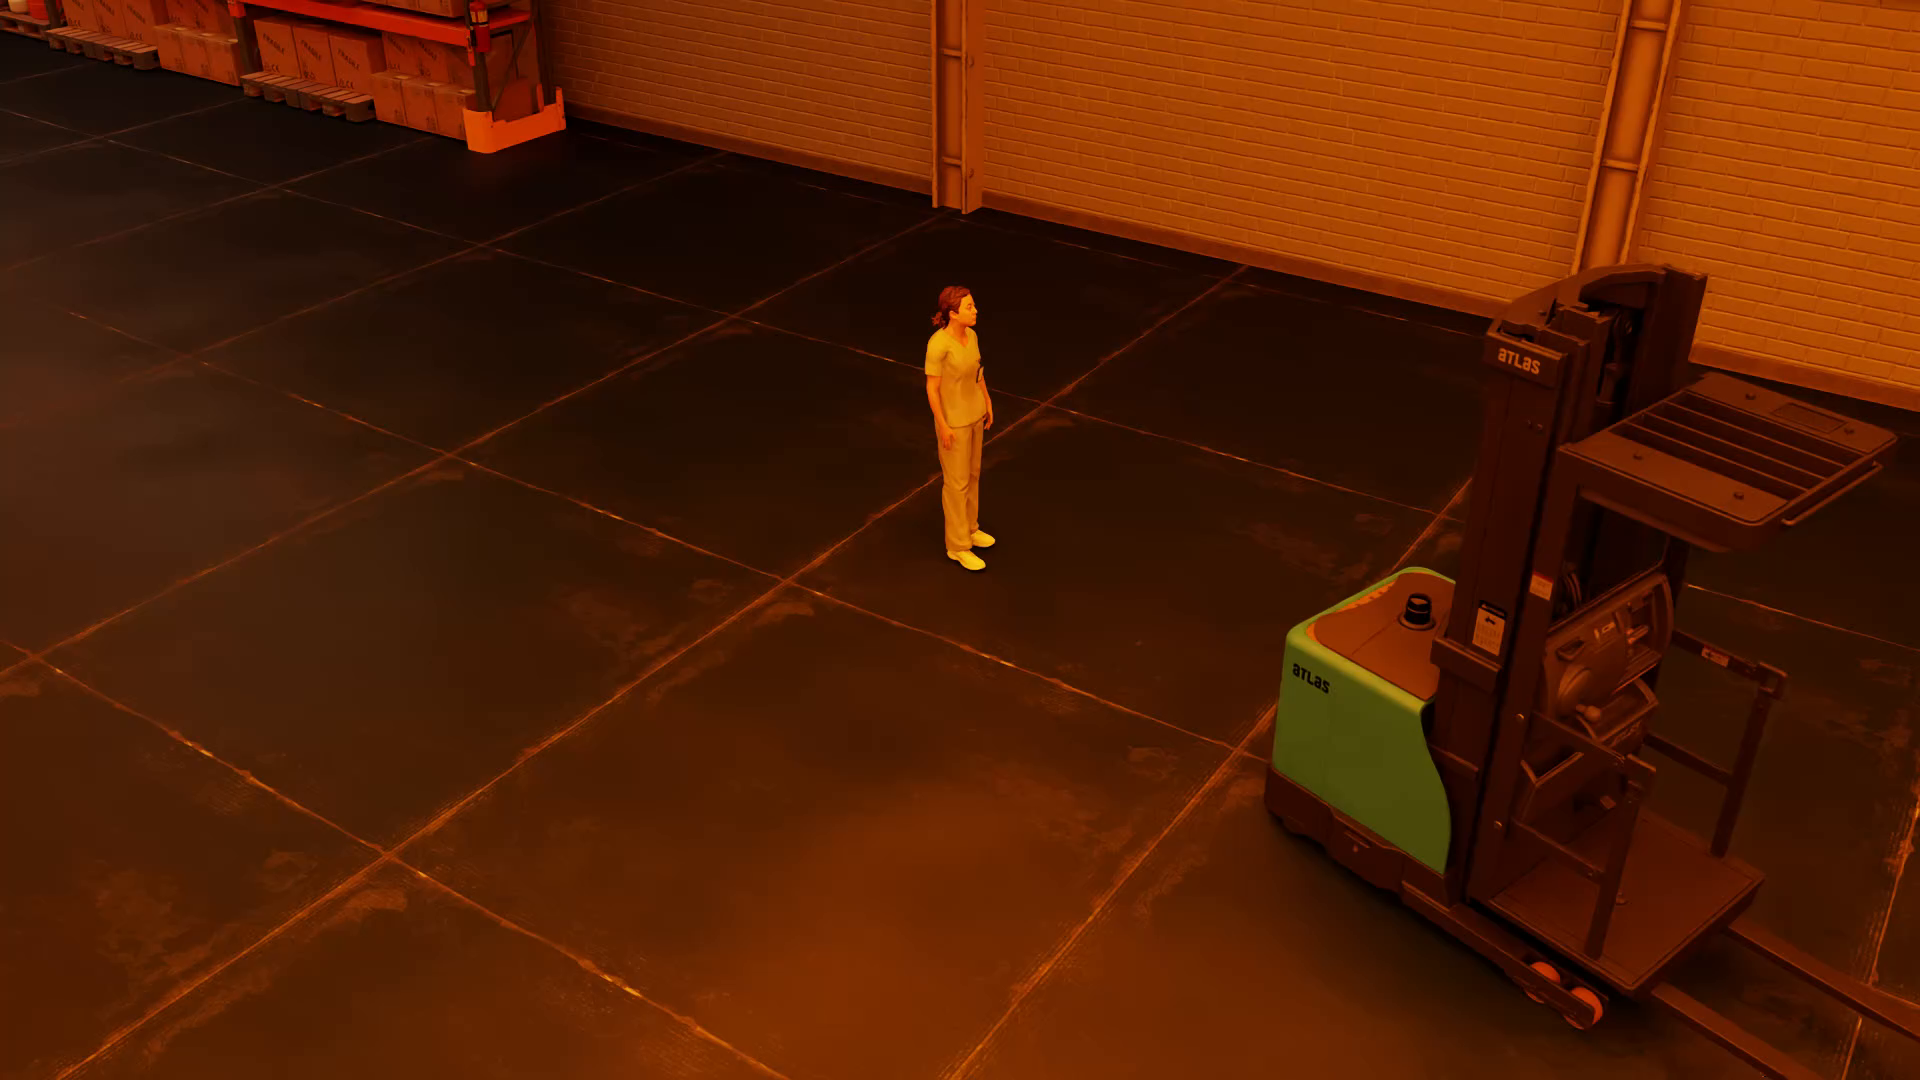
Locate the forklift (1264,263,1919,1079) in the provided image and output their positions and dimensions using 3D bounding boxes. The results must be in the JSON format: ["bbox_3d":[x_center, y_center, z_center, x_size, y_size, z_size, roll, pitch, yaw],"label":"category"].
[{"bbox_3d":[2.811,0.493,6.732,1.130,2.935,3.031,-22,37,-33],"label":"forklift"}]

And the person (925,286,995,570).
[{"bbox_3d":[0.054,-0.704,10.030,0.548,1.673,0.549,19,35,29],"label":"person"}]
